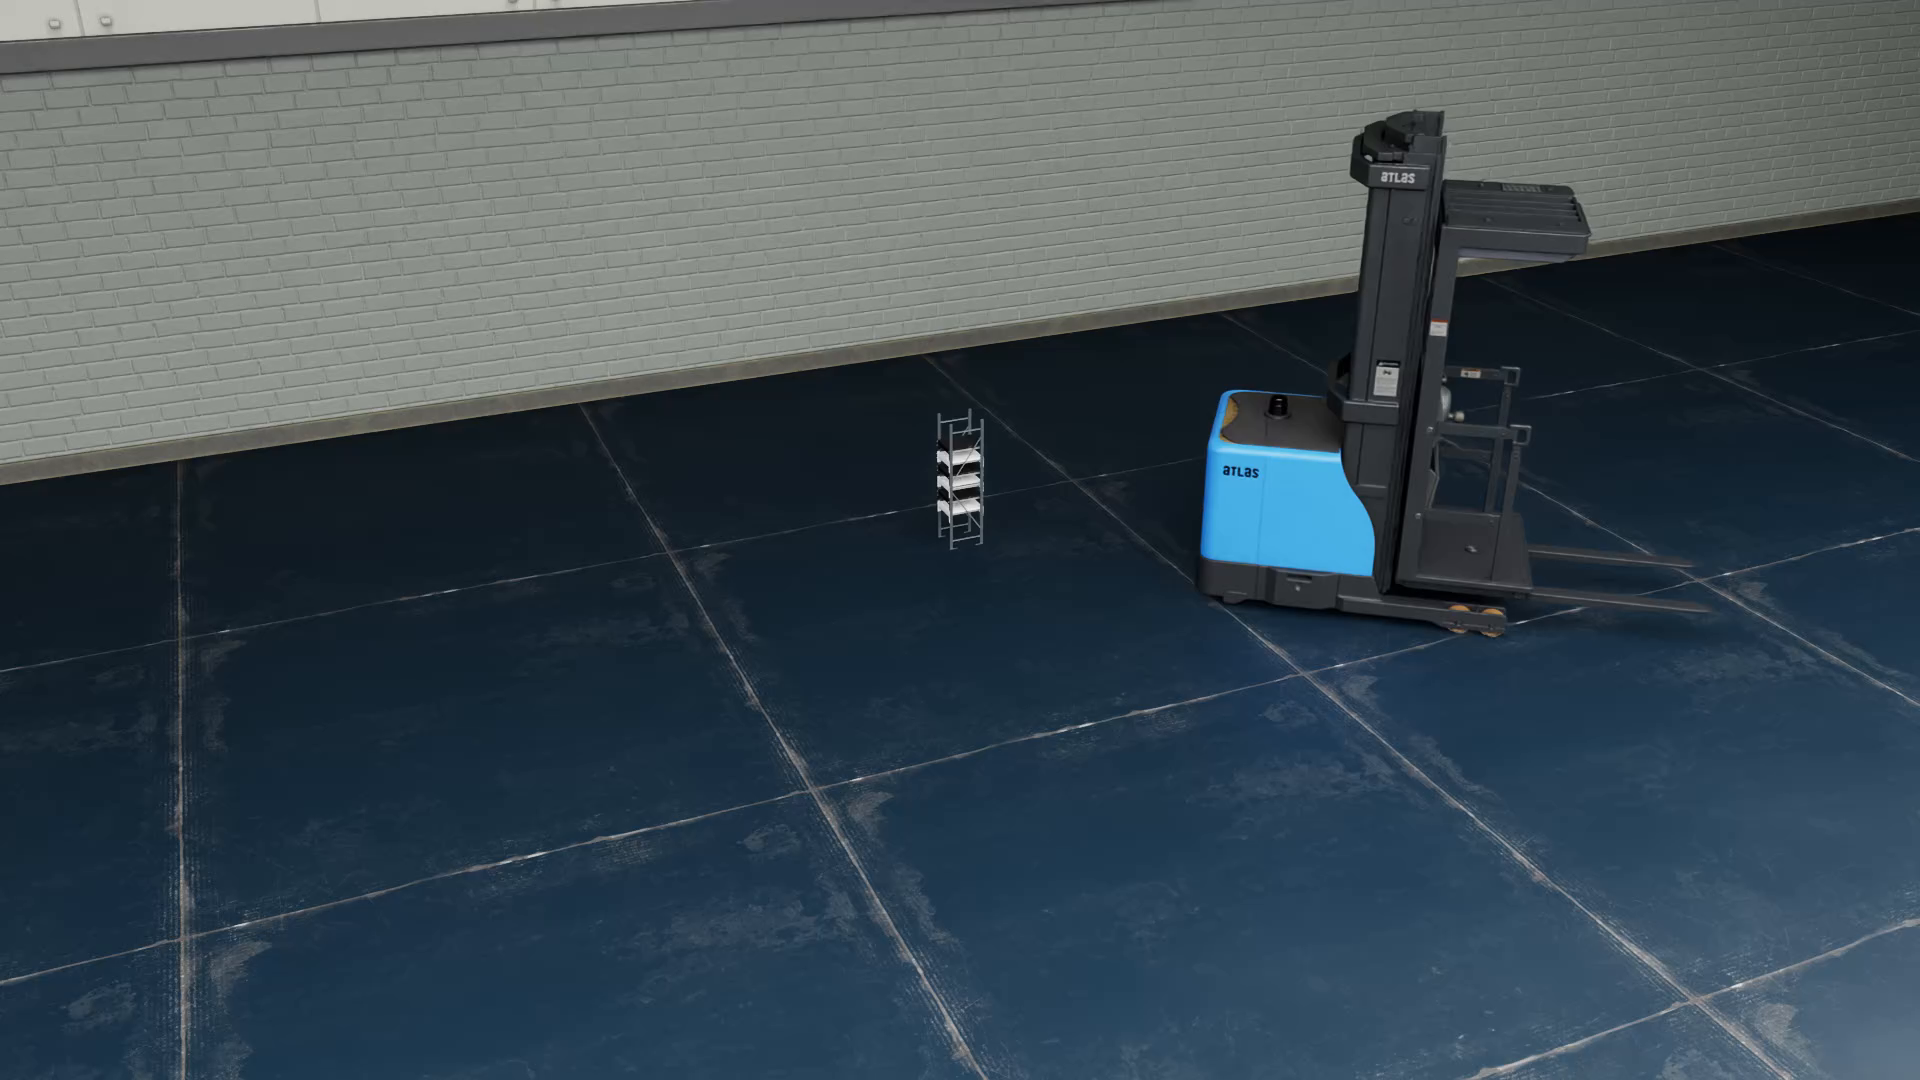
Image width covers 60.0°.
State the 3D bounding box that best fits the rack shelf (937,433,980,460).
[{"bbox_3d":[0.003,-0.614,10.942,0.258,0.077,0.200,-11,28,-21],"label":"rack shelf"}]

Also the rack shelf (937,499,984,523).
[{"bbox_3d":[0.003,-0.209,11.139,0.258,0.077,0.200,-11,28,-21],"label":"rack shelf"}]

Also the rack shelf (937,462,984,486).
[{"bbox_3d":[0.003,-0.452,11.021,0.258,0.077,0.200,-11,28,-21],"label":"rack shelf"}]

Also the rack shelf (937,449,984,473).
[{"bbox_3d":[0.003,-0.533,10.981,0.258,0.077,0.200,-11,28,-21],"label":"rack shelf"}]

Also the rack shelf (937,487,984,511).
[{"bbox_3d":[0.003,-0.290,11.100,0.258,0.077,0.200,-11,28,-21],"label":"rack shelf"}]

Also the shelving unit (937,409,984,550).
[{"bbox_3d":[0.003,-0.401,11.046,0.258,0.900,0.210,-11,28,-21],"label":"shelving unit"}]

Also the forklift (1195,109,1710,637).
[{"bbox_3d":[3.057,-0.989,9.935,3.031,2.935,1.130,6,27,12],"label":"forklift"}]

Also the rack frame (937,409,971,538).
[{"bbox_3d":[-0.037,-0.442,11.130,0.240,0.900,0.006,-11,28,-21],"label":"rack frame"}]

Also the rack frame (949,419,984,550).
[{"bbox_3d":[0.043,-0.360,10.962,0.240,0.900,0.006,-11,28,-21],"label":"rack frame"}]

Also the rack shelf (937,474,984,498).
[{"bbox_3d":[0.003,-0.371,11.060,0.258,0.077,0.200,-11,28,-21],"label":"rack shelf"}]
